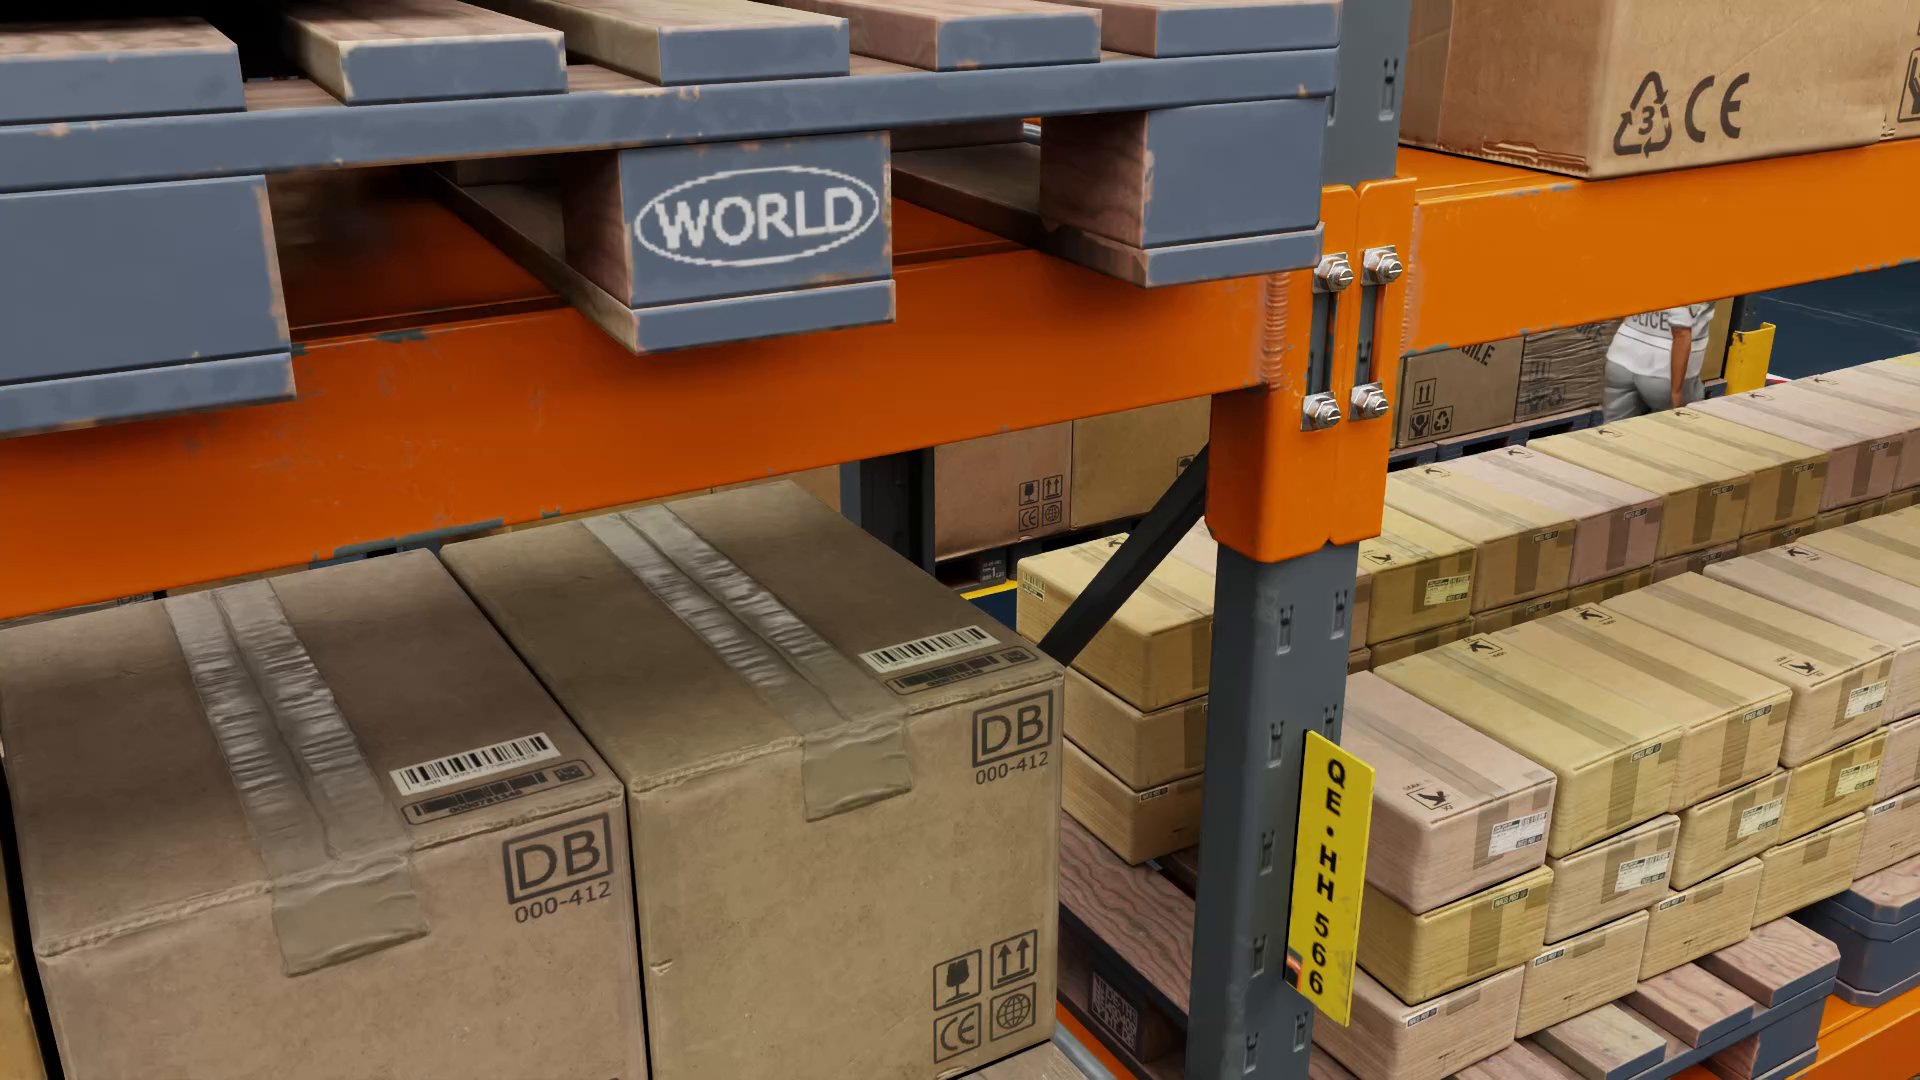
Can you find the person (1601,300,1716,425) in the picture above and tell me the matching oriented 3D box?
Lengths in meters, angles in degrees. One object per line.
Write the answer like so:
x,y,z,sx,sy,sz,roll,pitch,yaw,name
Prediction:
3.434,-0.808,8.104,0.794,1.680,0.516,-12,25,-27,person
